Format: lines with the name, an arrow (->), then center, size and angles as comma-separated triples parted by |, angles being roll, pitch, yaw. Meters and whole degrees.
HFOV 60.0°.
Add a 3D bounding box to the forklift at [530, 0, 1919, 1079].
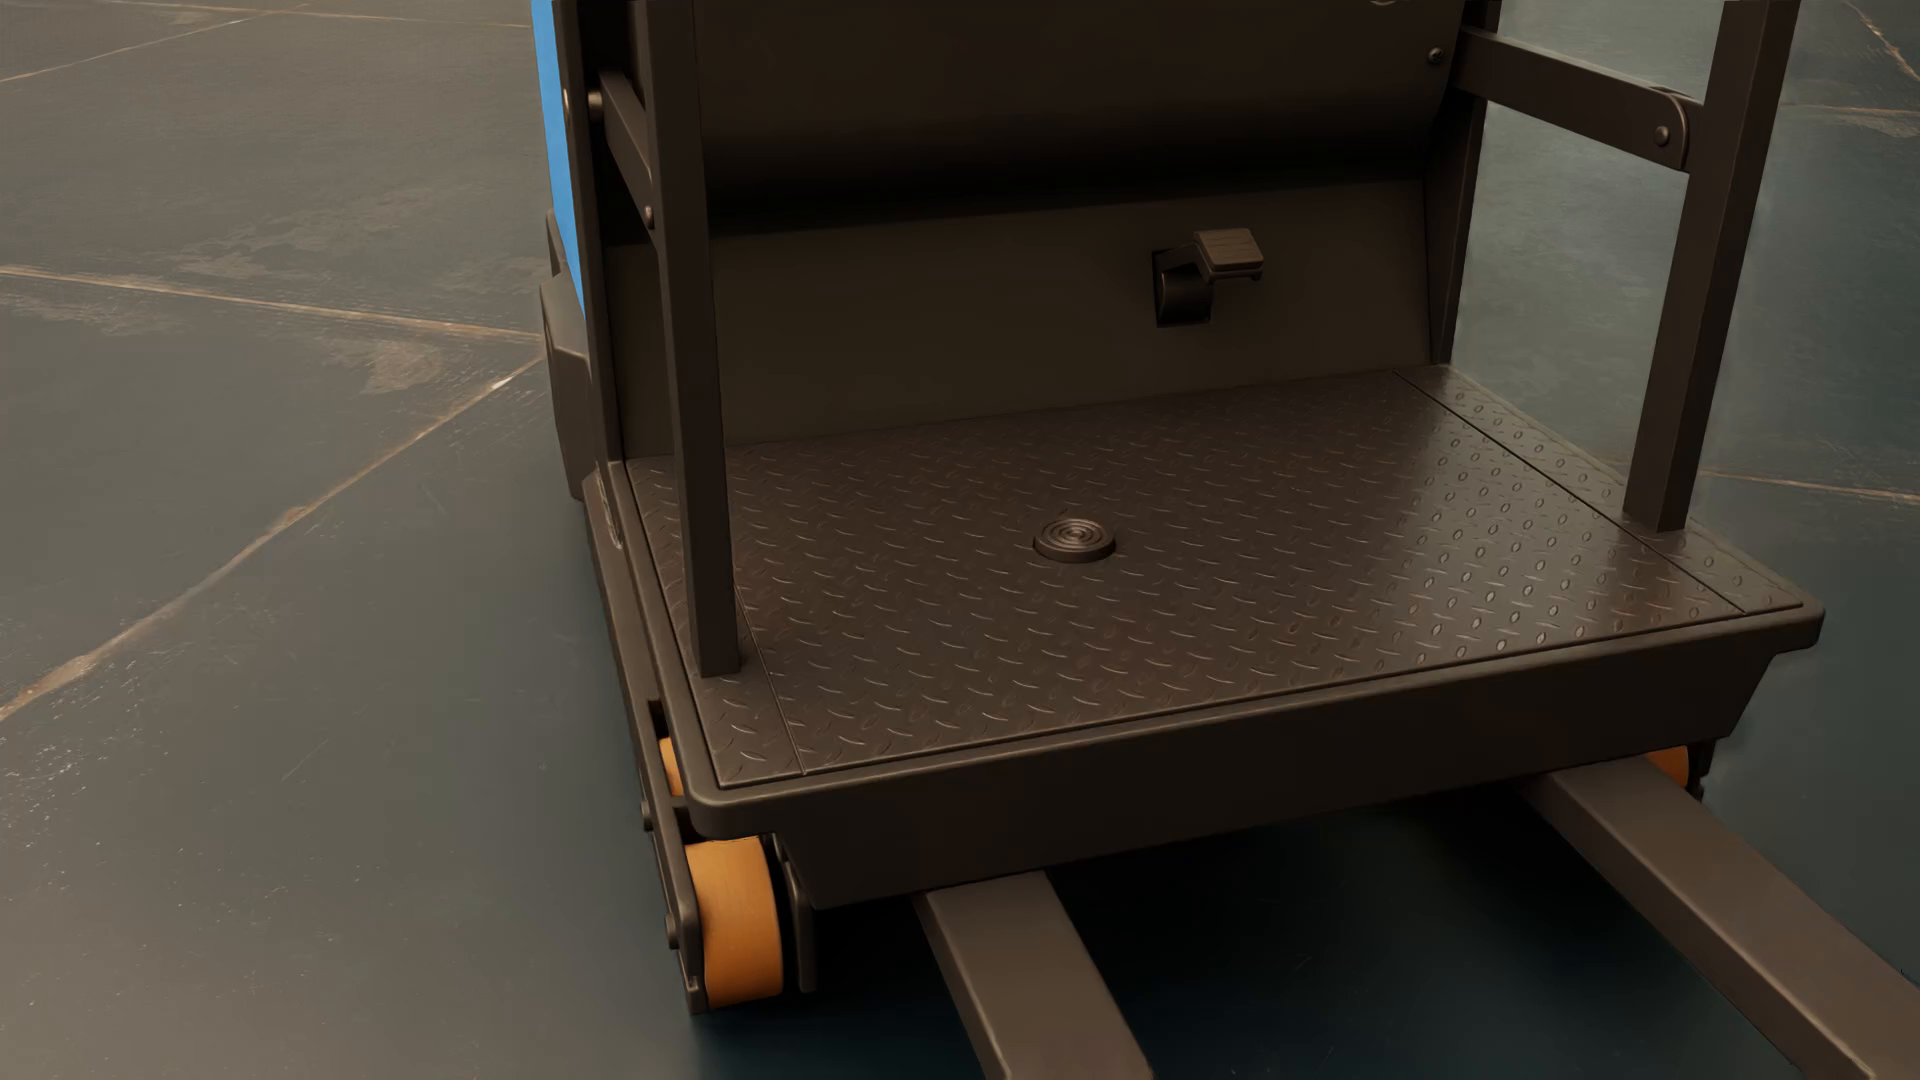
forklift -> 0.177, -1.055, 1.343 | 1.130, 2.935, 3.031 | -8, 28, -15
